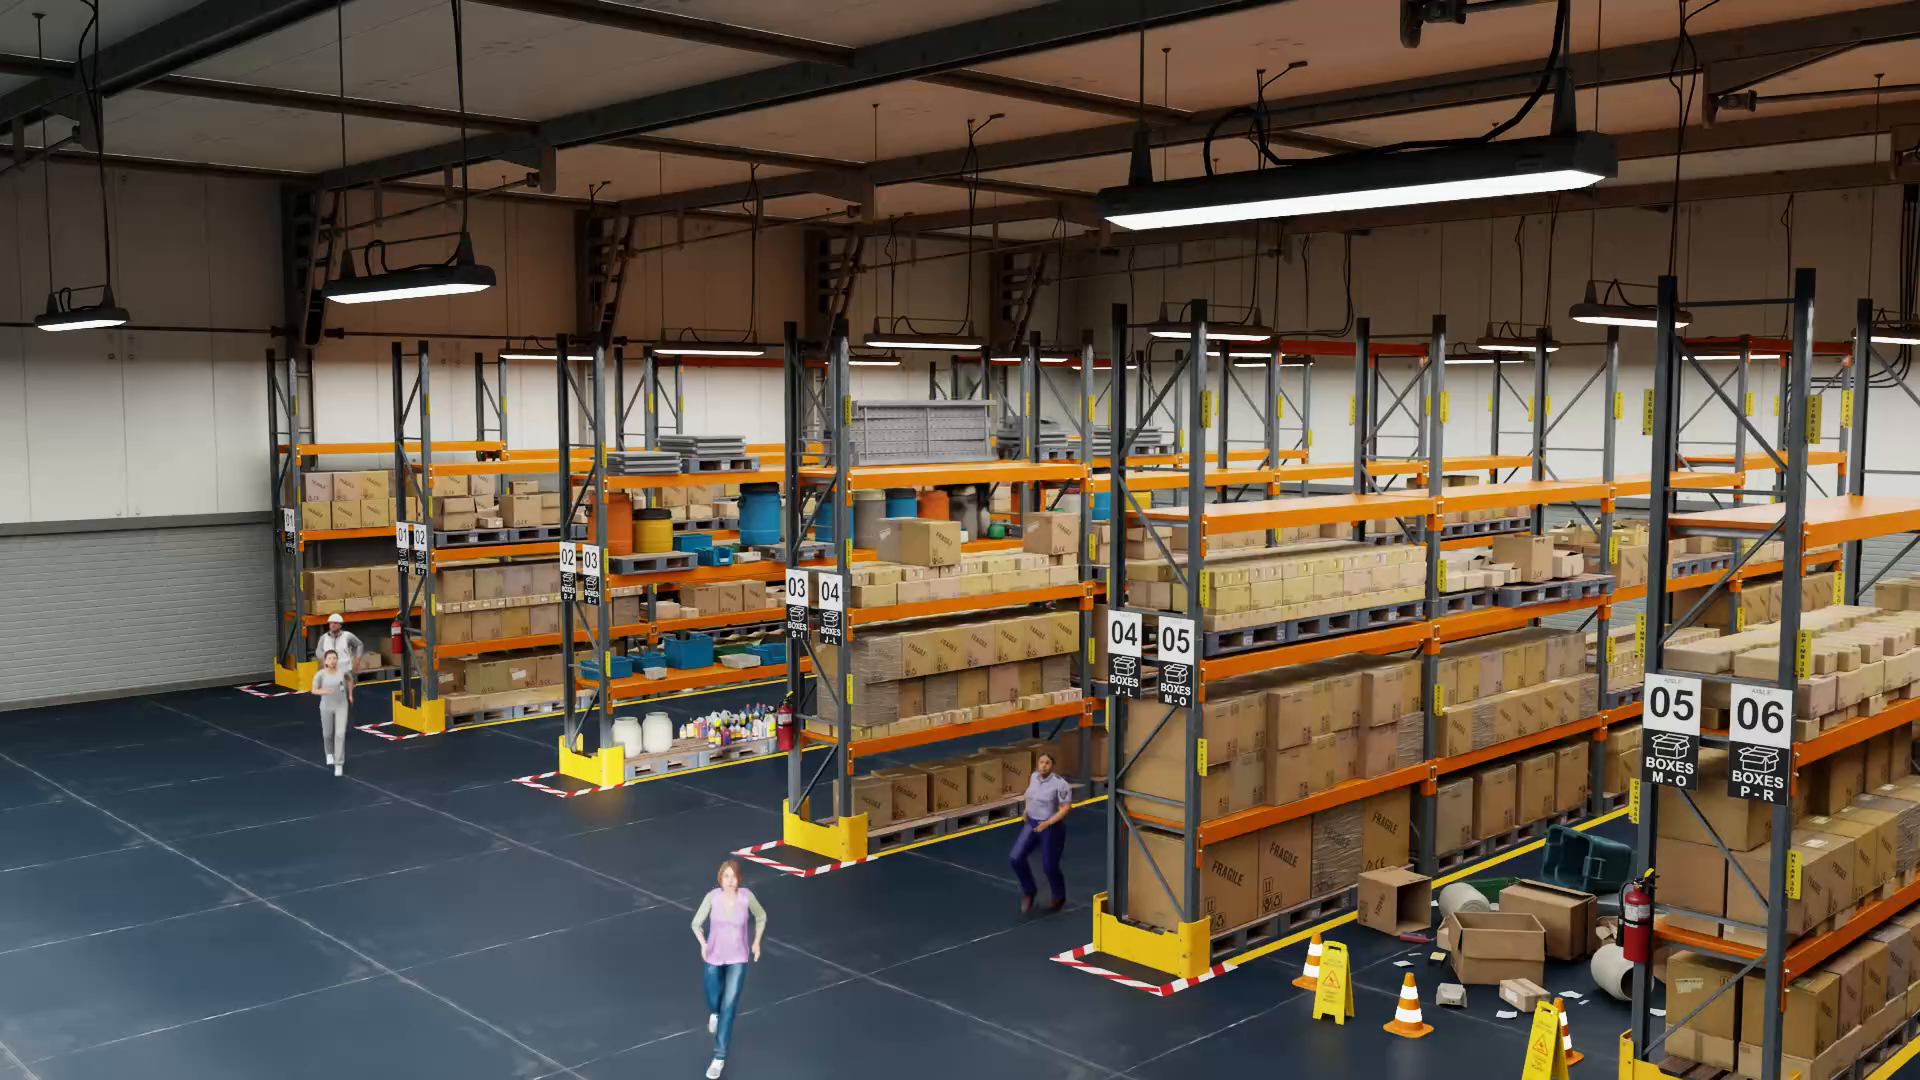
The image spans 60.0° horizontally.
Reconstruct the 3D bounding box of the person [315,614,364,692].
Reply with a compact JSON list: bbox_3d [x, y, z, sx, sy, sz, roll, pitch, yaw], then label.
[{"bbox_3d":[-9.657,2.049,25.855,0.667,1.836,0.785,0,5,-1],"label":"person"}]

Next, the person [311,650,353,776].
[{"bbox_3d":[-8.604,2.329,22.828,0.552,1.678,0.948,-2,5,-23],"label":"person"}]

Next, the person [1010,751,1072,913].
[{"bbox_3d":[0.833,2.922,16.646,0.619,1.648,0.638,4,6,38],"label":"person"}]

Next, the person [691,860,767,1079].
[{"bbox_3d":[-1.794,3.259,12.905,0.575,1.576,0.883,0,5,-3],"label":"person"}]
